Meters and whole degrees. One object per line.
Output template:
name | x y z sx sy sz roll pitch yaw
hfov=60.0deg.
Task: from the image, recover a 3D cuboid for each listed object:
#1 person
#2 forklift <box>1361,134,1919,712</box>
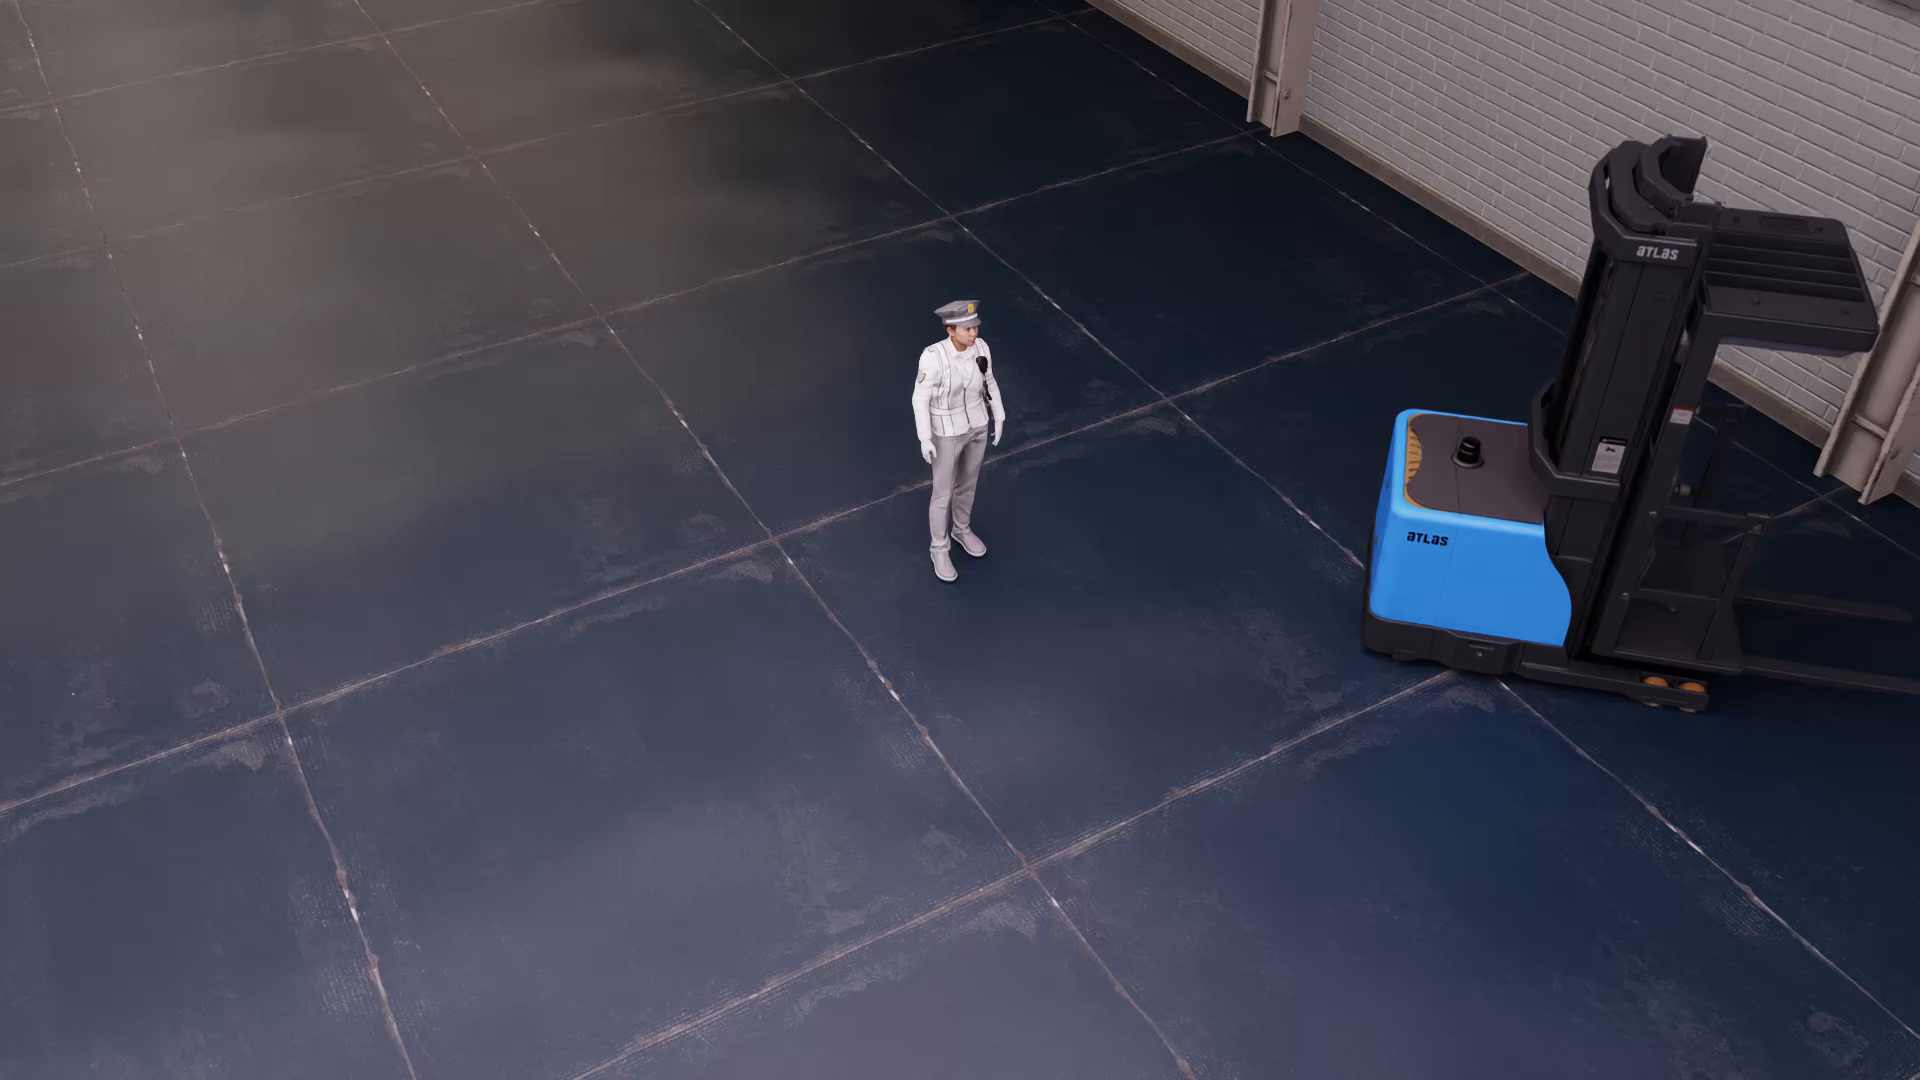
person | 0.028 -0.618 9.738 0.586 1.694 0.532 -20 44 -23
forklift | 3.872 -0.554 8.704 3.031 2.935 1.130 9 40 10
